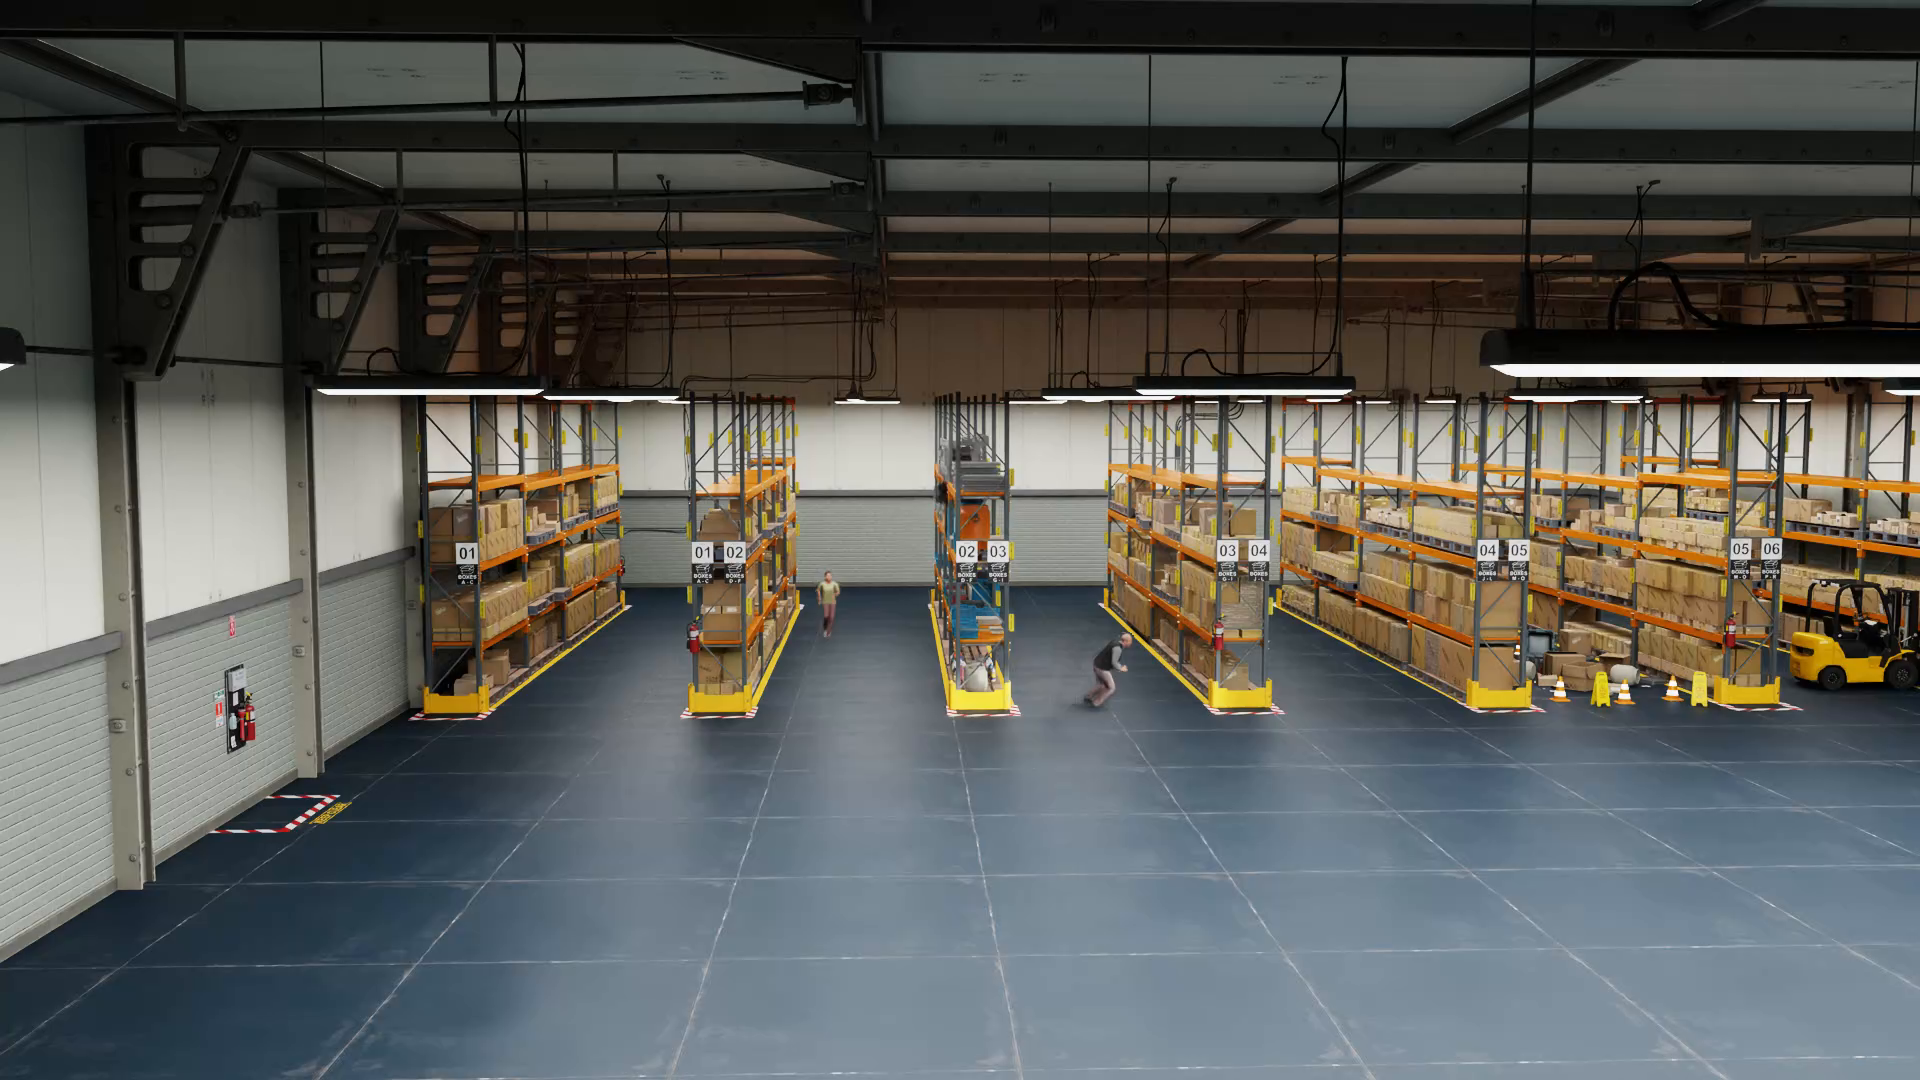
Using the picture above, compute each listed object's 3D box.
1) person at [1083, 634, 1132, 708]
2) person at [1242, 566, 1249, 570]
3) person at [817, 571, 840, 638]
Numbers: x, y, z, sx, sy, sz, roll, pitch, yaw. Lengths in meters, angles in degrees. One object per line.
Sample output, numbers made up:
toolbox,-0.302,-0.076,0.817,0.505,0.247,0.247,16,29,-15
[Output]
person,2.809,2.449,31.529,0.873,1.382,0.657,0,5,-2
person,8.000,1.238,46.219,0.694,1.559,0.892,1,5,8
person,-3.242,1.590,41.153,0.559,1.646,0.641,-1,5,-10
